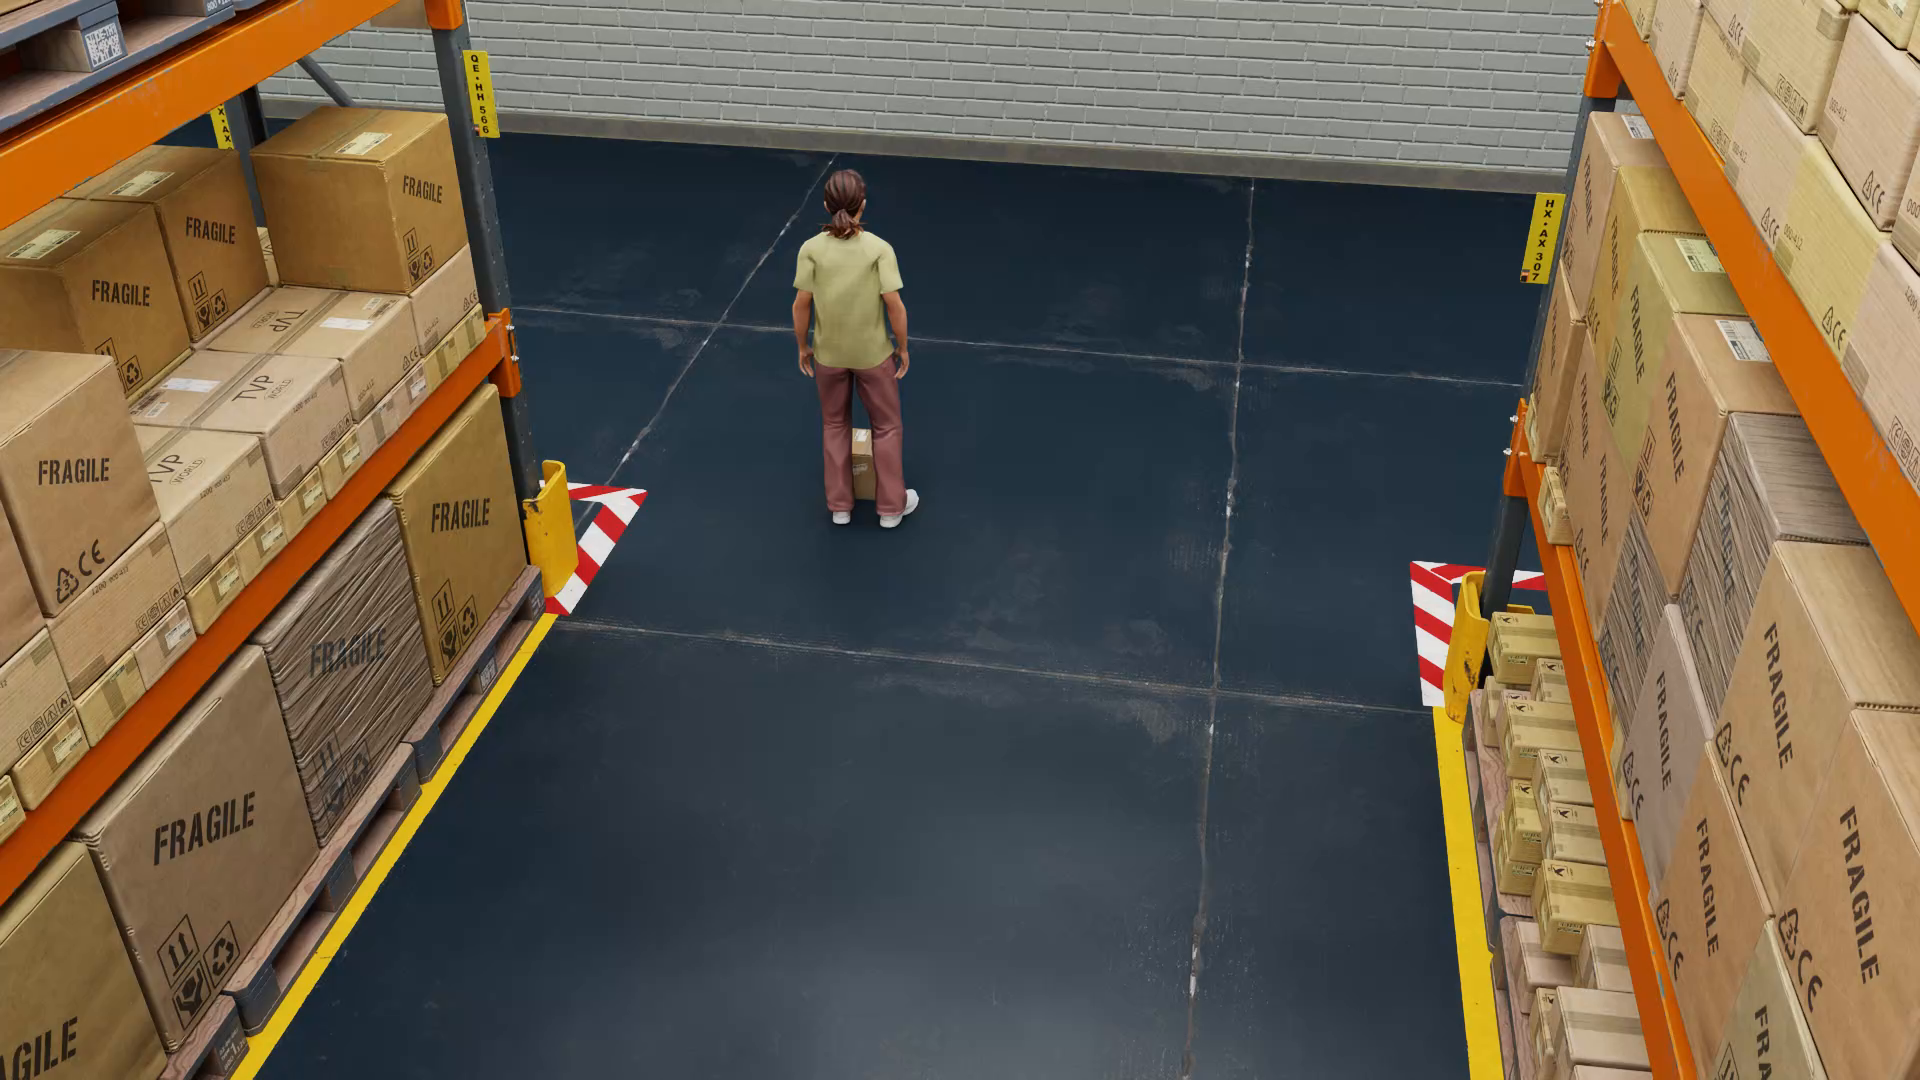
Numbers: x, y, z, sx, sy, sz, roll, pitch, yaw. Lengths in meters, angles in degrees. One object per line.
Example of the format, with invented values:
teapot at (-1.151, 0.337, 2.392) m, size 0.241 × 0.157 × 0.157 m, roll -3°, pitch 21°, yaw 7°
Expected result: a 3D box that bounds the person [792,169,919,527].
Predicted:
person at (-0.470, -0.832, 7.445) m, size 0.520 × 1.671 × 0.364 m, roll 3°, pitch 33°, yaw 5°
